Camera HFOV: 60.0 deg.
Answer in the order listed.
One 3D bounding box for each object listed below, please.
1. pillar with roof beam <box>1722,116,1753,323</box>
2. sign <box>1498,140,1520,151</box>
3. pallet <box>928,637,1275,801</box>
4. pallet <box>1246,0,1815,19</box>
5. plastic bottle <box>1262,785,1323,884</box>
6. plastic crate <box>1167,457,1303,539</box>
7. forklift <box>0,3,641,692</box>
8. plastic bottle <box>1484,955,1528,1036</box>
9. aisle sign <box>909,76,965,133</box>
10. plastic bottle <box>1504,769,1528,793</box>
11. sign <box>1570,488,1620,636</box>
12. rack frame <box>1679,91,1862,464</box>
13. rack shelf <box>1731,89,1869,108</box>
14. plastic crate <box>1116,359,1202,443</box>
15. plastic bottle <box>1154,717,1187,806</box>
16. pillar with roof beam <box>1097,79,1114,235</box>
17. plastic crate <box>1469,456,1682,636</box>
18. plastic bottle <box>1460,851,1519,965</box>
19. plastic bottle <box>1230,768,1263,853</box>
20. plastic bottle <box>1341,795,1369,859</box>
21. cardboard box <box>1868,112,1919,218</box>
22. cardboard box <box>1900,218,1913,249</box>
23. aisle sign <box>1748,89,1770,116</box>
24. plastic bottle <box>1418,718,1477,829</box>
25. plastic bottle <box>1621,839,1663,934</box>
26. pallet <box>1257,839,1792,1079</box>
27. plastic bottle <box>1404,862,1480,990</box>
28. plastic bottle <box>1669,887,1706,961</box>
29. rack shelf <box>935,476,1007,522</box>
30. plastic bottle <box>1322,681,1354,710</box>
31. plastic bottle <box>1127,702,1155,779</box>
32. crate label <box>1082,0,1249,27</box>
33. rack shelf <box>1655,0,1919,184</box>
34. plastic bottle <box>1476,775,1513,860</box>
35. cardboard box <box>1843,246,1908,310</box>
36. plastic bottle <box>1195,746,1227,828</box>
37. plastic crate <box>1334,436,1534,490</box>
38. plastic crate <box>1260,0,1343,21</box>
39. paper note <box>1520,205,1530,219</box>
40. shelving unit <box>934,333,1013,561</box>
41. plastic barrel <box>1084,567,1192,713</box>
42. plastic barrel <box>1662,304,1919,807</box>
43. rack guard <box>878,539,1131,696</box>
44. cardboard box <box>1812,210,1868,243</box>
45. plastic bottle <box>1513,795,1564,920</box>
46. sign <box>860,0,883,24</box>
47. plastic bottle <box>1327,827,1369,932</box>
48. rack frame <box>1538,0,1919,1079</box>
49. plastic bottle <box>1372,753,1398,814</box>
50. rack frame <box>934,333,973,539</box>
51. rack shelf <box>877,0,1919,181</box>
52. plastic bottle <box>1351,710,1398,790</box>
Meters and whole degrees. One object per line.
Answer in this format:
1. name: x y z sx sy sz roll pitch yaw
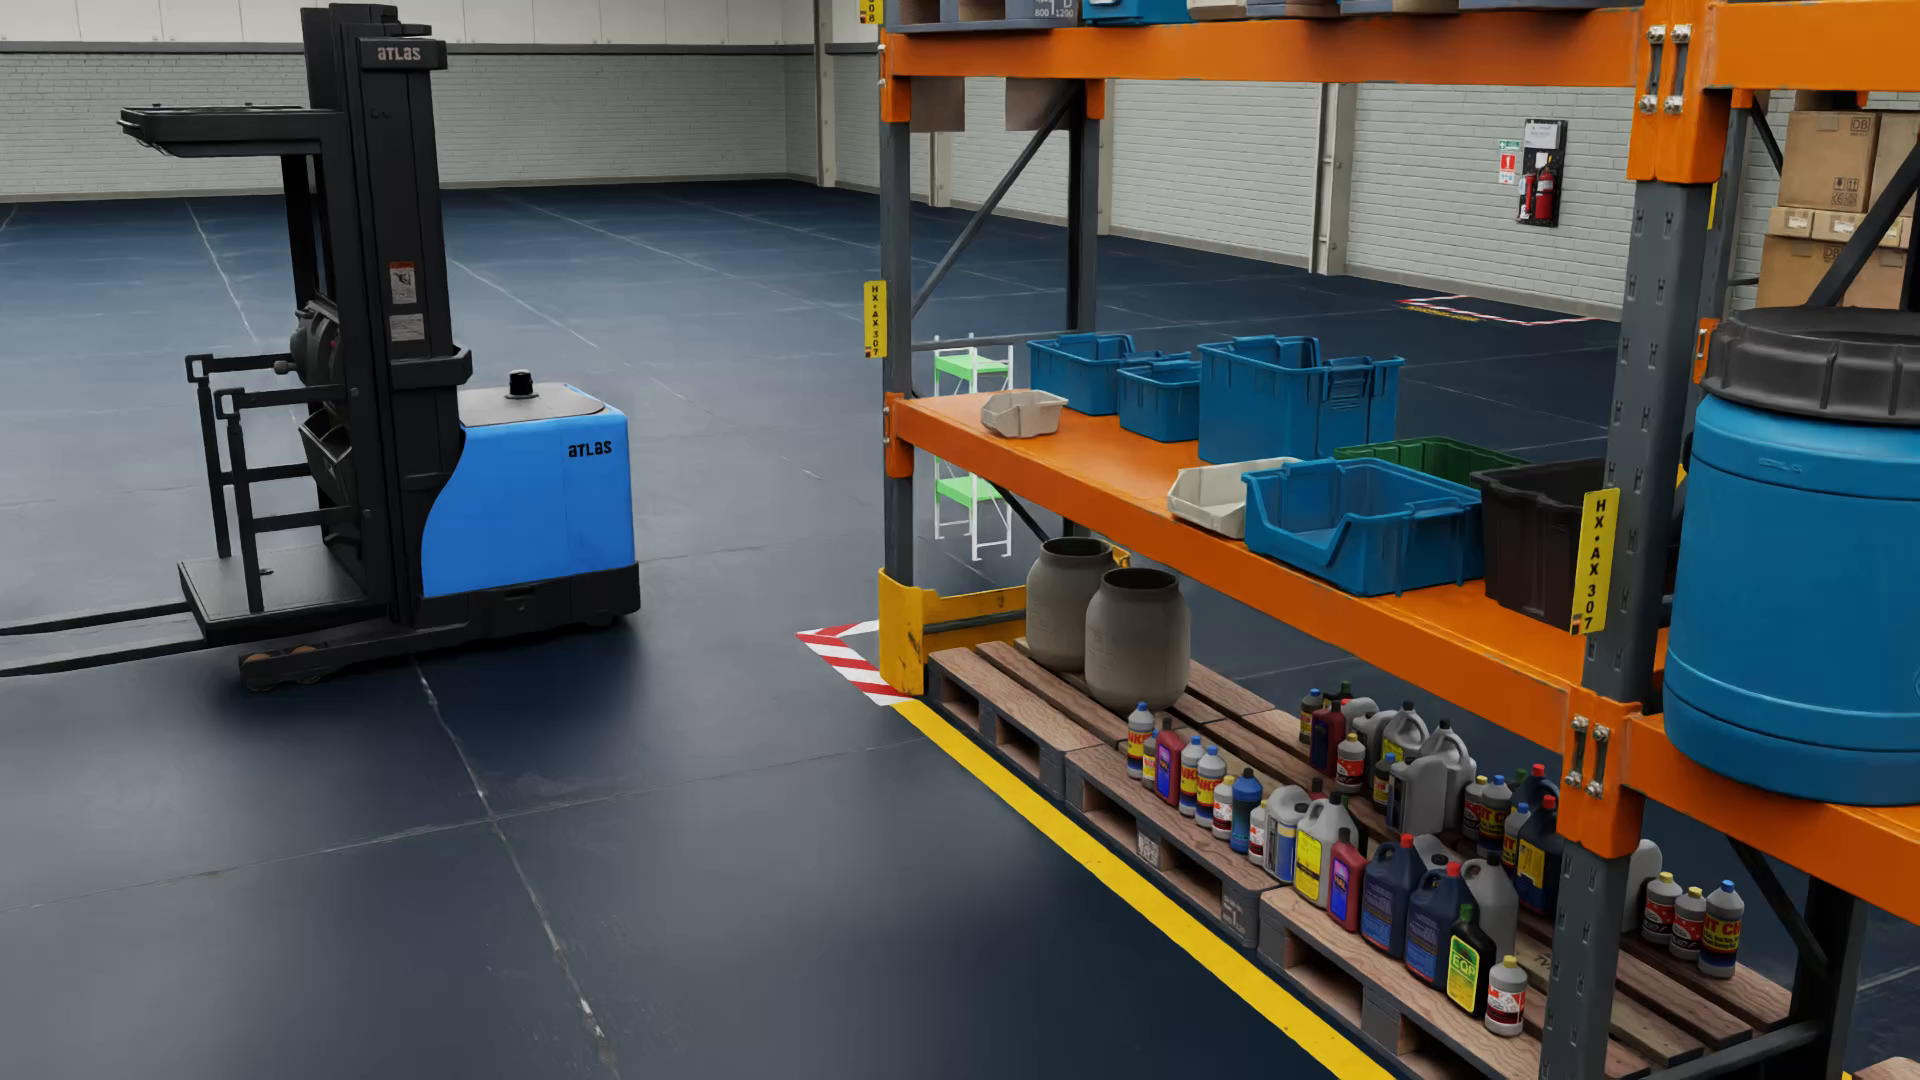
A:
1. pillar with roof beam: 3.628 -5.853 13.832 9.100 9.000 0.400 -8 18 -25
2. sign: 6.294 -4.526 19.059 0.001 0.109 0.331 -8 18 -25
3. pallet: 0.563 0.682 6.992 1.003 0.211 1.213 -8 18 -25
4. pallet: 1.485 -1.400 4.095 1.213 0.211 1.003 -8 18 -25
5. plastic bottle: 1.055 0.923 5.238 0.152 0.276 0.135 -7 18 -24
6. plastic crate: 0.950 -0.127 5.234 0.530 0.136 0.437 -8 18 -25
7. forklift: -3.127 -0.900 7.574 3.031 2.935 1.130 -9 18 -29
8. plastic bottle: 1.450 1.199 4.408 0.097 0.201 0.097 0 16 0
9. aisle sign: -0.158 -2.106 6.937 0.394 0.787 0.004 -8 18 -25
10. plastic bottle: 1.791 0.869 5.410 0.061 0.283 0.133 -7 17 -22
11. sign: 1.390 0.049 3.641 0.100 0.325 0.005 -8 18 -25
12. rack frame: 4.591 -1.471 9.440 1.000 3.000 0.127 -8 18 -25
13. rack shelf: 5.467 -2.071 7.397 1.077 0.370 4.000 -8 18 -25
14. plastic crate: 0.904 -0.553 6.508 0.499 0.251 0.408 -8 18 -25
15. plastic bottle: 0.734 0.766 5.770 0.061 0.283 0.133 -7 18 -24
16. pillar with roof beam: -1.629 -8.828 24.201 9.100 9.000 0.400 -8 18 -25
17. plastic crate: 1.774 0.003 4.415 0.767 0.338 0.504 -8 18 -25
18. plastic bottle: 1.477 1.038 4.701 0.144 0.351 0.185 -8 18 -25
19. plastic bottle: 0.934 0.874 5.417 0.097 0.271 0.097 0 16 0
20. plastic bottle: 1.203 0.941 5.160 0.061 0.283 0.133 -8 18 -25
21. cardboard box: 5.042 -1.883 8.340 0.700 0.500 0.500 -8 18 -26
22. cardboard box: 4.904 -1.518 8.245 0.380 0.149 0.250 -8 18 -26
23. aisle sign: 4.287 -2.700 9.009 0.394 0.787 0.004 -8 18 -25
24. plastic bottle: 1.639 0.777 5.608 0.144 0.351 0.185 -8 18 -25
25. plastic bottle: 1.977 1.007 4.944 0.152 0.276 0.135 -7 17 -23
26. pallet: 1.632 1.287 4.883 1.003 0.211 1.213 -8 18 -25
27. plastic bottle: 1.348 1.055 4.641 0.144 0.351 0.185 -8 18 -26
28. plastic bottle: 2.099 1.095 4.774 0.097 0.201 0.097 0 16 0
29. rack shelf: 0.073 -0.244 9.526 0.258 0.148 0.480 -8 18 -25
30. plastic bottle: 1.403 0.650 6.176 0.061 0.283 0.133 -7 18 -24
31. plastic bottle: 0.651 0.714 5.975 0.097 0.271 0.097 0 16 0
32. crate label: 0.660 -1.740 5.207 0.502 0.251 0.408 -8 18 -25
33. rack shelf: 2.765 -0.482 1.858 1.077 0.370 4.000 -8 18 -25
34. plastic bottle: 1.728 0.889 5.363 0.097 0.271 0.097 0 16 0
35. cardboard box: 5.018 -1.272 8.565 0.700 0.500 0.500 -7 17 -23
36. plastic bottle: 0.845 0.823 5.592 0.097 0.271 0.097 0 16 0
37. plastic crate: 1.548 -0.151 5.222 0.450 0.188 0.662 -8 18 -25
38. plastic crate: 1.243 -1.871 5.425 0.392 0.384 0.575 -8 18 -25
39. paper note: 6.434 -3.736 18.928 0.016 0.148 0.142 -8 18 -25
40. shelving unit: 0.073 -0.536 9.442 0.258 1.200 0.503 -8 18 -25
41. plastic barrel: 0.713 0.399 6.673 0.421 0.512 0.421 0 16 0
42. plastic barrel: 1.786 0.010 3.370 0.600 0.901 0.708 -8 18 -25
43. rack guard: 0.212 0.341 7.656 1.175 0.500 0.348 -8 18 -25
44. cardboard box: 4.687 -1.643 8.680 0.380 0.149 0.250 -8 18 -26
45. plastic bottle: 1.779 0.947 5.017 0.144 0.351 0.185 -8 18 -25
46. sign: -0.360 -2.254 6.714 0.100 0.325 0.005 -8 18 -25
47. plastic bottle: 1.155 1.005 4.939 0.061 0.283 0.133 -6 17 -21
48. rack frame: 1.889 0.118 3.901 1.000 3.000 0.127 -8 18 -25
49. plastic bottle: 1.469 0.829 5.701 0.097 0.201 0.097 0 16 0
50. rack frame: -0.034 -0.596 9.653 0.240 1.200 0.015 -8 18 -25
51. rack shelf: 1.013 -1.474 5.314 1.077 0.370 4.000 -8 18 -25
52. plastic bottle: 1.482 0.727 5.921 0.152 0.276 0.135 -8 18 -26
